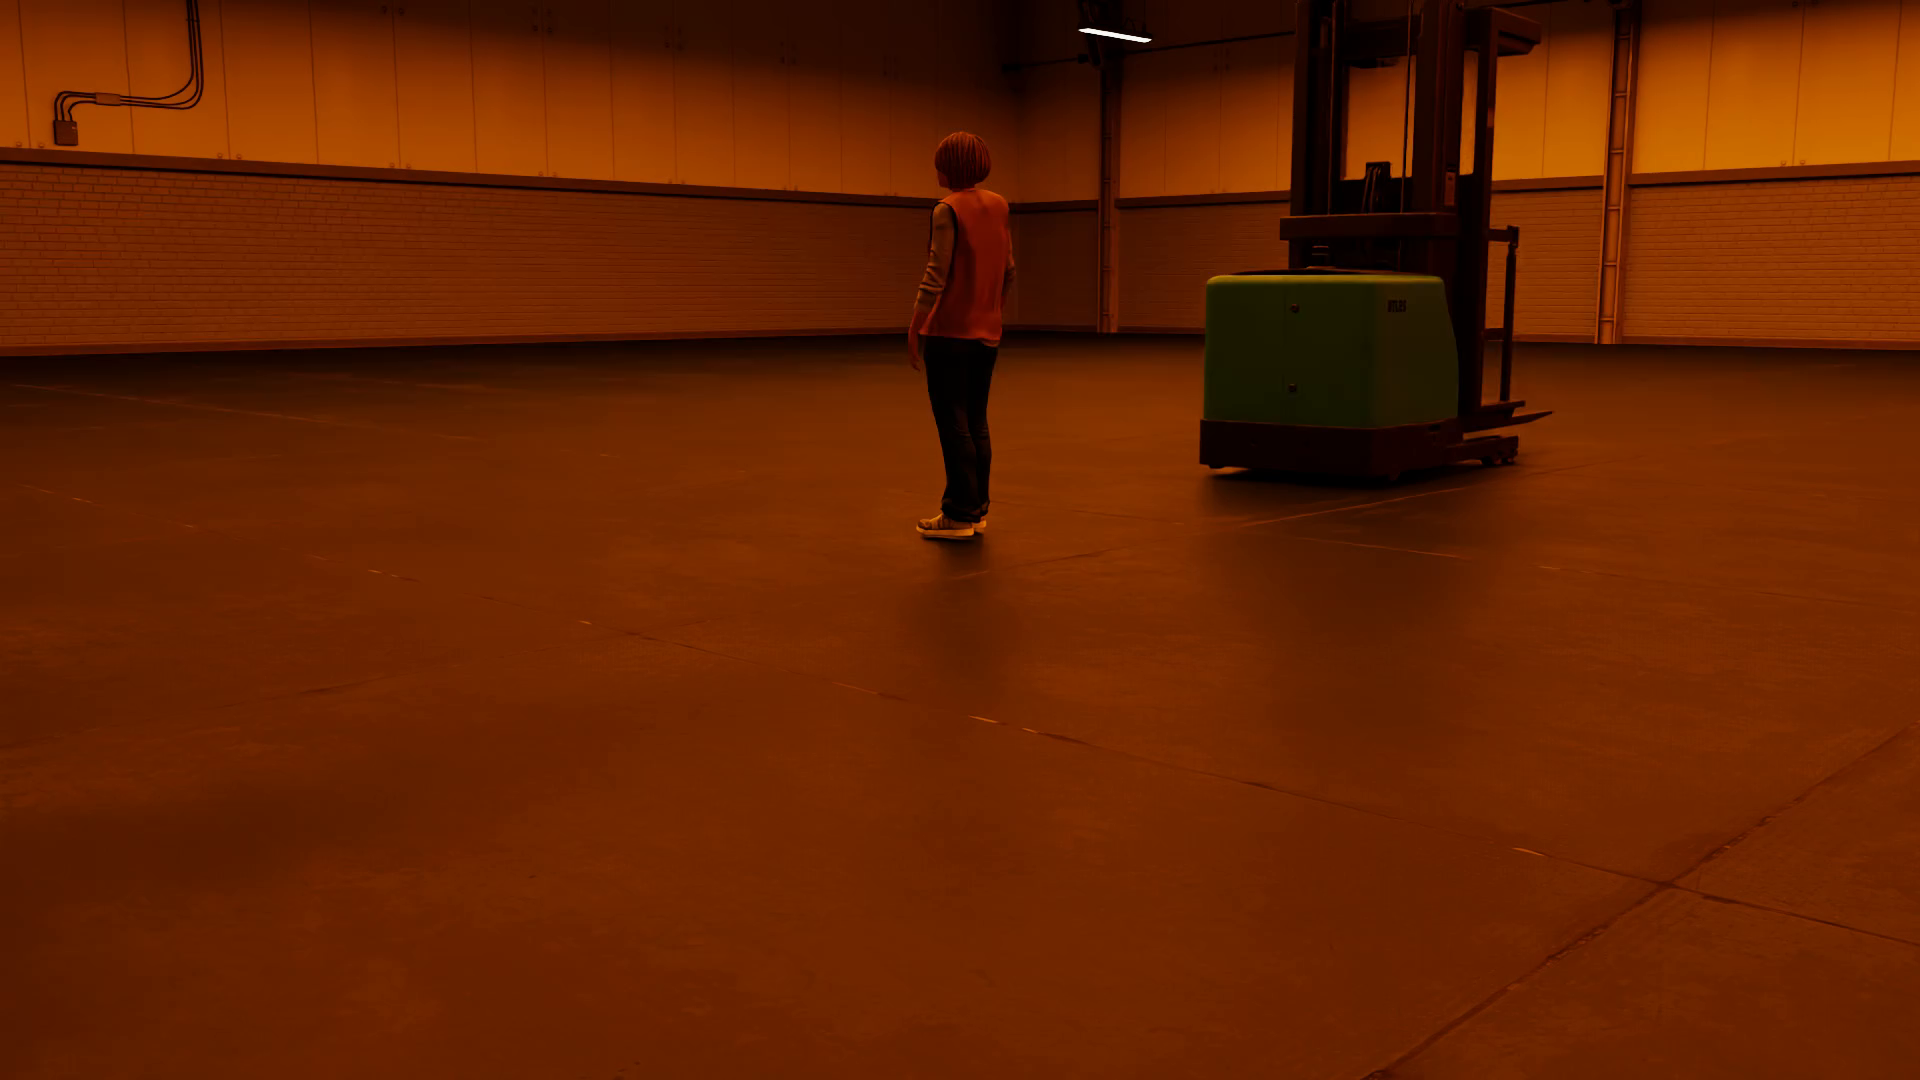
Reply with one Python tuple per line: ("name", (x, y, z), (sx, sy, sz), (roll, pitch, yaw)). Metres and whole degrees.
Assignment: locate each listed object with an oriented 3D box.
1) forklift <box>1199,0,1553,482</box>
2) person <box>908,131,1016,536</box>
("forklift", (2.611, -1.915, 9.591), (1.130, 2.935, 3.031), (7, 11, 39))
("person", (-0.043, -0.806, 6.658), (0.476, 1.597, 0.520), (8, 12, 43))
